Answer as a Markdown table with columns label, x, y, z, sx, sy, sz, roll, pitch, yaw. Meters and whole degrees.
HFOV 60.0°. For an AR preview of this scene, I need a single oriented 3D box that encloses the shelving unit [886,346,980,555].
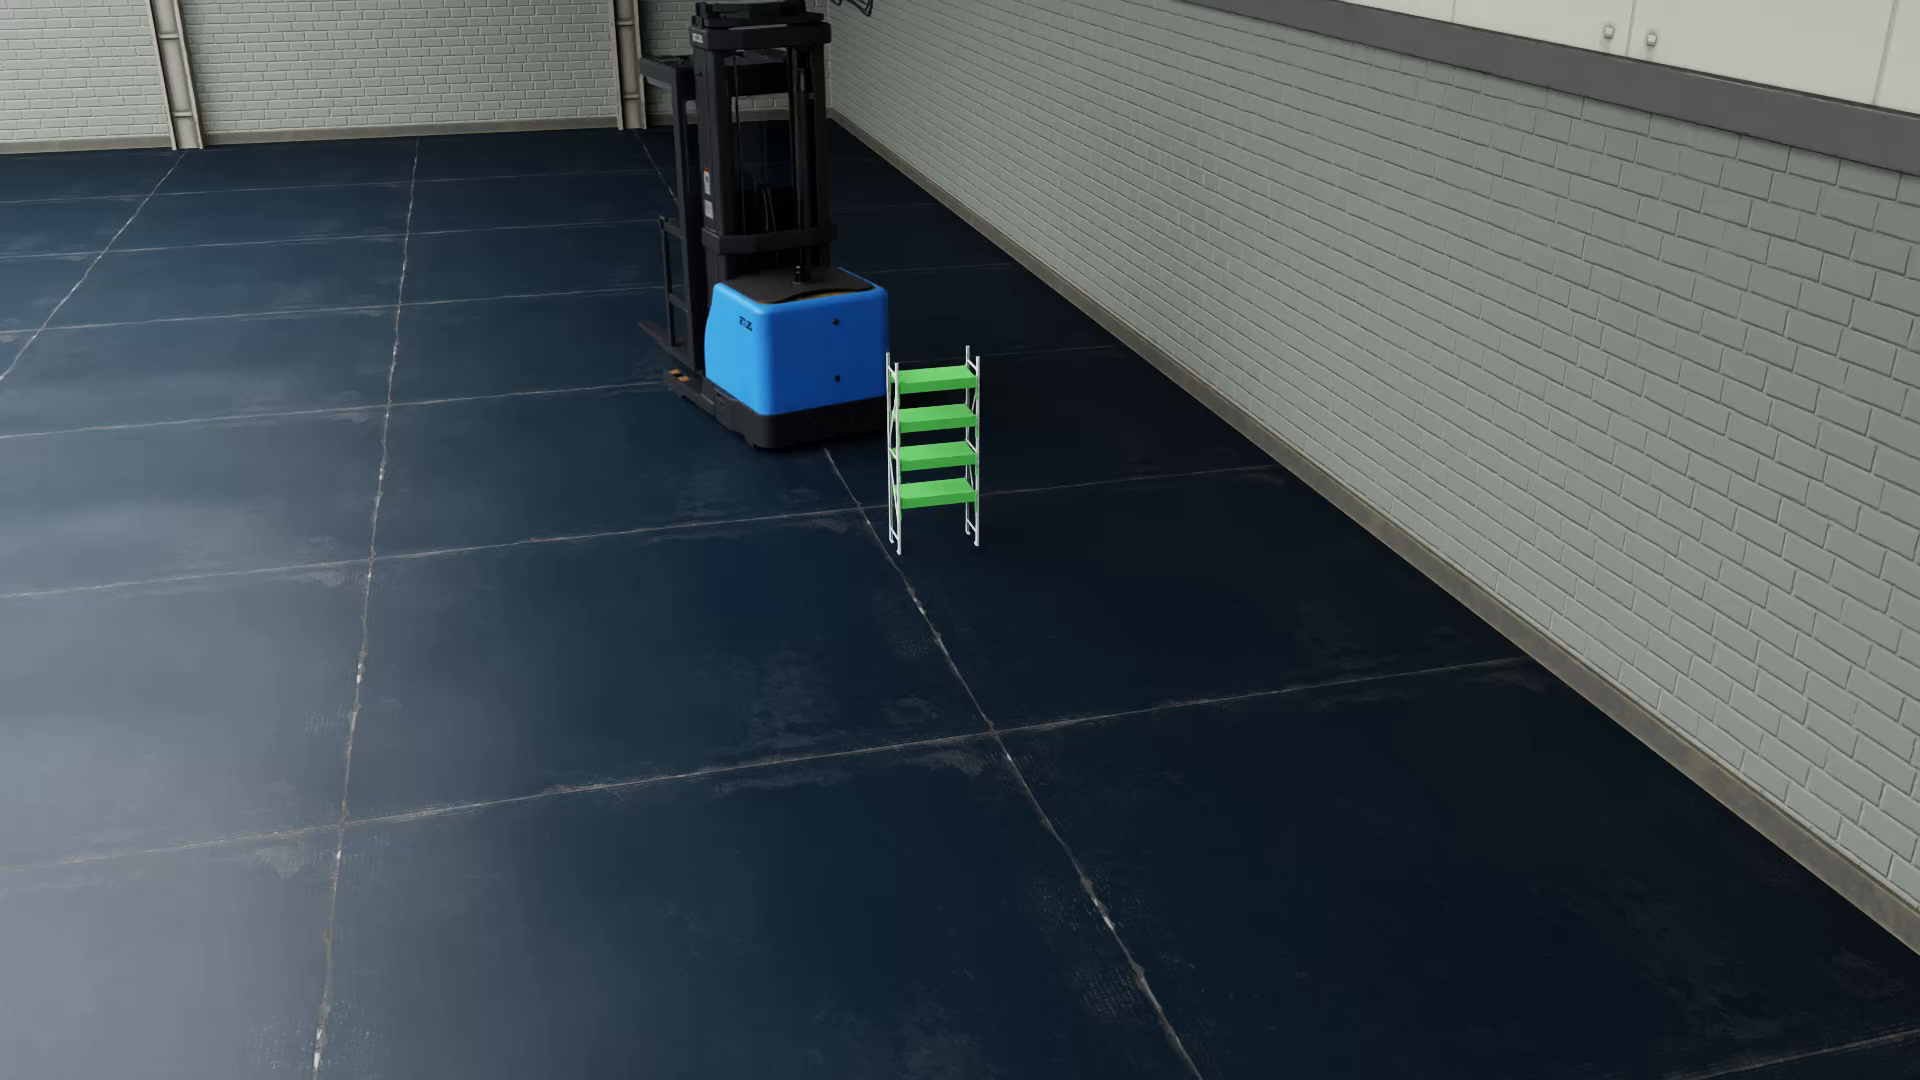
| label | x | y | z | sx | sy | sz | roll | pitch | yaw |
| --- | --- | --- | --- | --- | --- | --- | --- | --- | --- |
| shelving unit | -0.159 | -0.534 | 9.972 | 0.503 | 1.200 | 0.258 | -6 | 24 | -14 |

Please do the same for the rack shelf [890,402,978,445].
| label | x | y | z | sx | sy | sz | roll | pitch | yaw |
| --- | --- | --- | --- | --- | --- | --- | --- | --- | --- |
| rack shelf | -0.159 | -0.696 | 9.903 | 0.480 | 0.148 | 0.258 | -6 | 24 | -14 |

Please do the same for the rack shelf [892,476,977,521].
| label | x | y | z | sx | sy | sz | roll | pitch | yaw |
| --- | --- | --- | --- | --- | --- | --- | --- | --- | --- |
| rack shelf | -0.159 | -0.254 | 10.092 | 0.480 | 0.148 | 0.258 | -6 | 24 | -14 |

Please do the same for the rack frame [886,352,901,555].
| label | x | y | z | sx | sy | sz | roll | pitch | yaw |
| --- | --- | --- | --- | --- | --- | --- | --- | --- | --- |
| rack frame | -0.394 | -0.508 | 9.912 | 0.015 | 1.200 | 0.240 | -6 | 24 | -14 |

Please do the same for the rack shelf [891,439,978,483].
| label | x | y | z | sx | sy | sz | roll | pitch | yaw |
| --- | --- | --- | --- | --- | --- | --- | --- | --- | --- |
| rack shelf | -0.159 | -0.475 | 9.998 | 0.480 | 0.148 | 0.258 | -6 | 24 | -14 |

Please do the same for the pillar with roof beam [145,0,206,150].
| label | x | y | z | sx | sy | sz | roll | pitch | yaw |
| --- | --- | --- | --- | --- | --- | --- | --- | --- | --- |
| pillar with roof beam | -9.399 | -7.884 | 17.211 | 0.400 | 9.000 | 9.100 | -6 | 24 | -14 |

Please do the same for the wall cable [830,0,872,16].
| label | x | y | z | sx | sy | sz | roll | pitch | yaw |
| --- | --- | --- | --- | --- | --- | --- | --- | --- | --- |
| wall cable | -1.591 | -8.542 | 22.683 | 0.112 | 2.526 | 3.097 | -6 | 24 | -14 |

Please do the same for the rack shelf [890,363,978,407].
| label | x | y | z | sx | sy | sz | roll | pitch | yaw |
| --- | --- | --- | --- | --- | --- | --- | --- | --- | --- |
| rack shelf | -0.159 | -0.916 | 9.808 | 0.480 | 0.148 | 0.258 | -6 | 24 | -14 |

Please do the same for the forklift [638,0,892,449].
| label | x | y | z | sx | sy | sz | roll | pitch | yaw |
| --- | --- | --- | --- | --- | --- | --- | --- | --- | --- |
| forklift | -1.656 | -2.520 | 12.407 | 1.130 | 2.935 | 3.031 | -13 | 26 | -27 |

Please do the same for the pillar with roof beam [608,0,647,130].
| label | x | y | z | sx | sy | sz | roll | pitch | yaw |
| --- | --- | --- | --- | --- | --- | --- | --- | --- | --- |
| pillar with roof beam | -3.622 | -8.523 | 18.700 | 0.400 | 9.000 | 9.100 | -6 | 24 | -14 |

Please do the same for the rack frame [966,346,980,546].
| label | x | y | z | sx | sy | sz | roll | pitch | yaw |
| --- | --- | --- | --- | --- | --- | --- | --- | --- | --- |
| rack frame | 0.076 | -0.560 | 10.033 | 0.015 | 1.200 | 0.240 | -6 | 24 | -14 |
